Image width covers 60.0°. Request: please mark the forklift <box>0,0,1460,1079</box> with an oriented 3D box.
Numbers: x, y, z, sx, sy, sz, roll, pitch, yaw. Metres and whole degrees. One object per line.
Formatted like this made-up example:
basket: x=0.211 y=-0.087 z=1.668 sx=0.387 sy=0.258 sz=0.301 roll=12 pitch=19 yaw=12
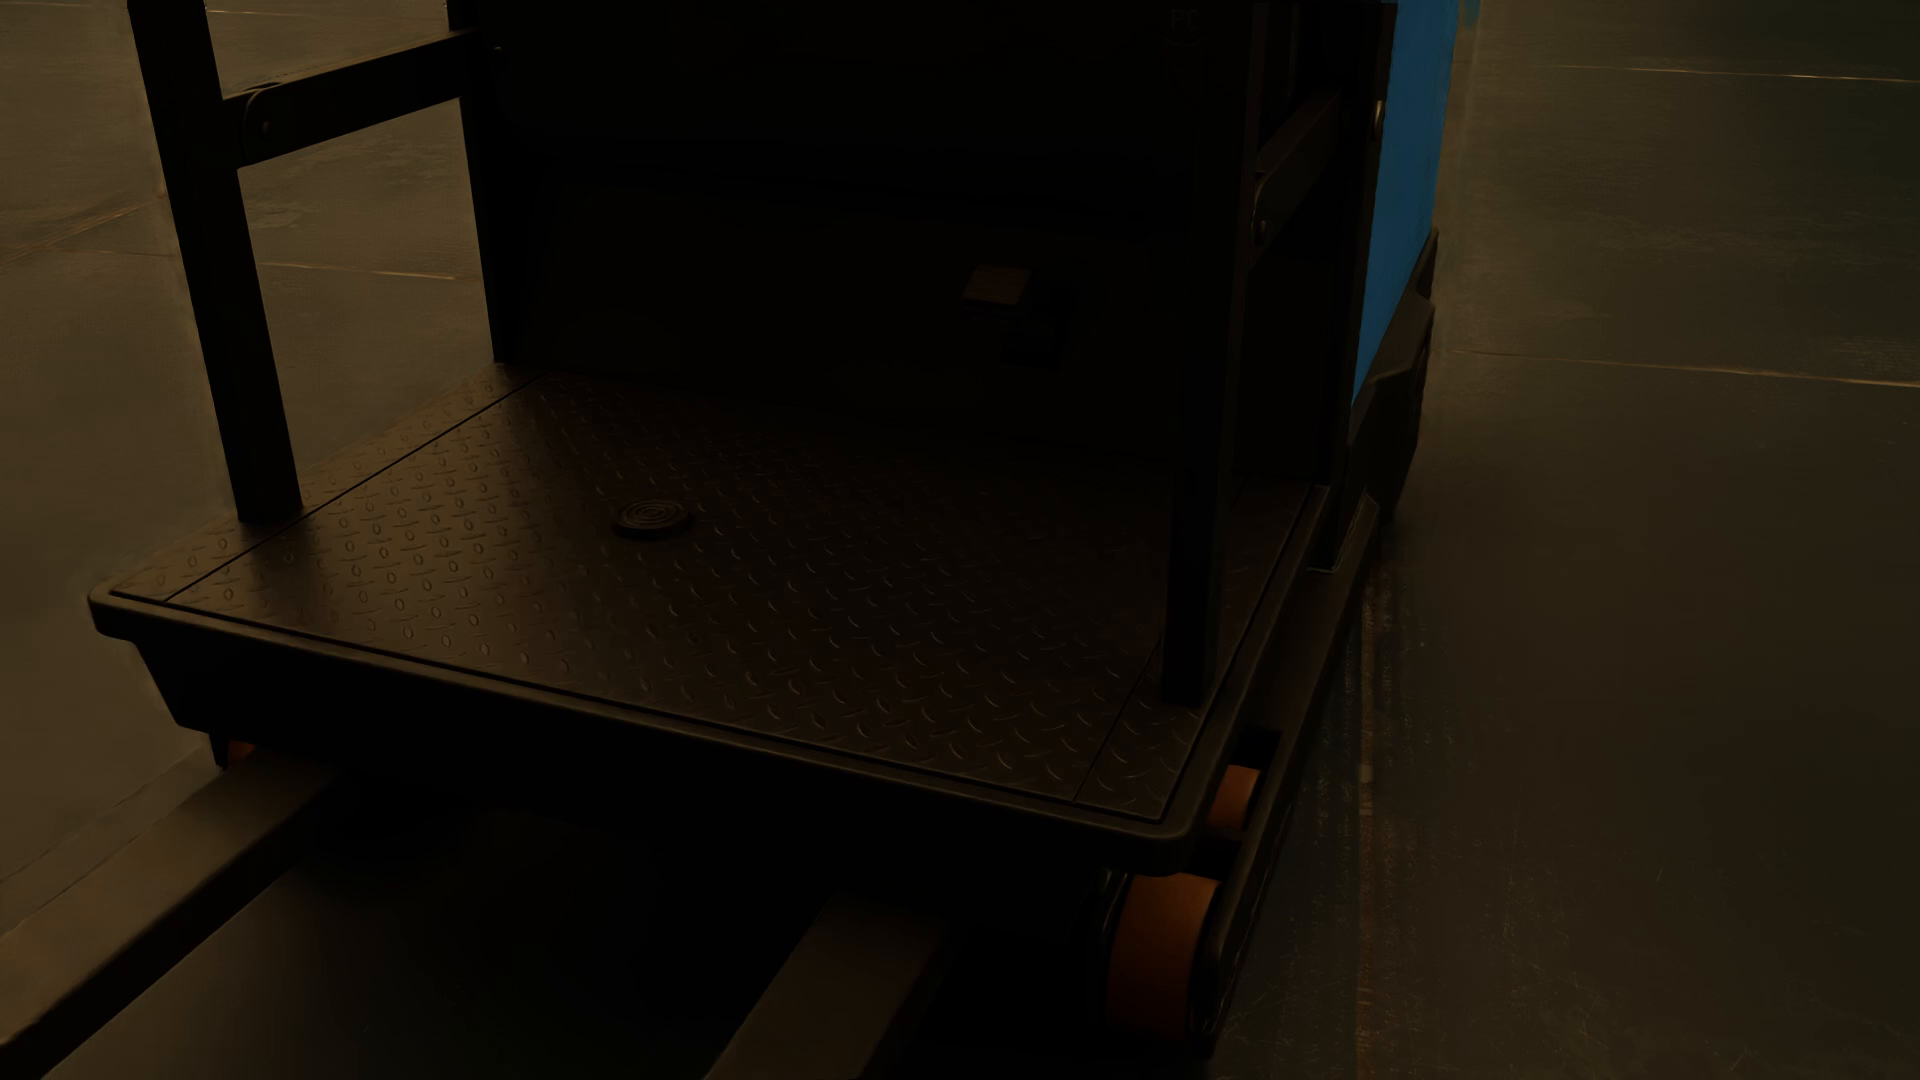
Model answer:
forklift: x=-0.172 y=-1.047 z=1.321 sx=1.130 sy=2.935 sz=3.031 roll=10 pitch=28 yaw=18
